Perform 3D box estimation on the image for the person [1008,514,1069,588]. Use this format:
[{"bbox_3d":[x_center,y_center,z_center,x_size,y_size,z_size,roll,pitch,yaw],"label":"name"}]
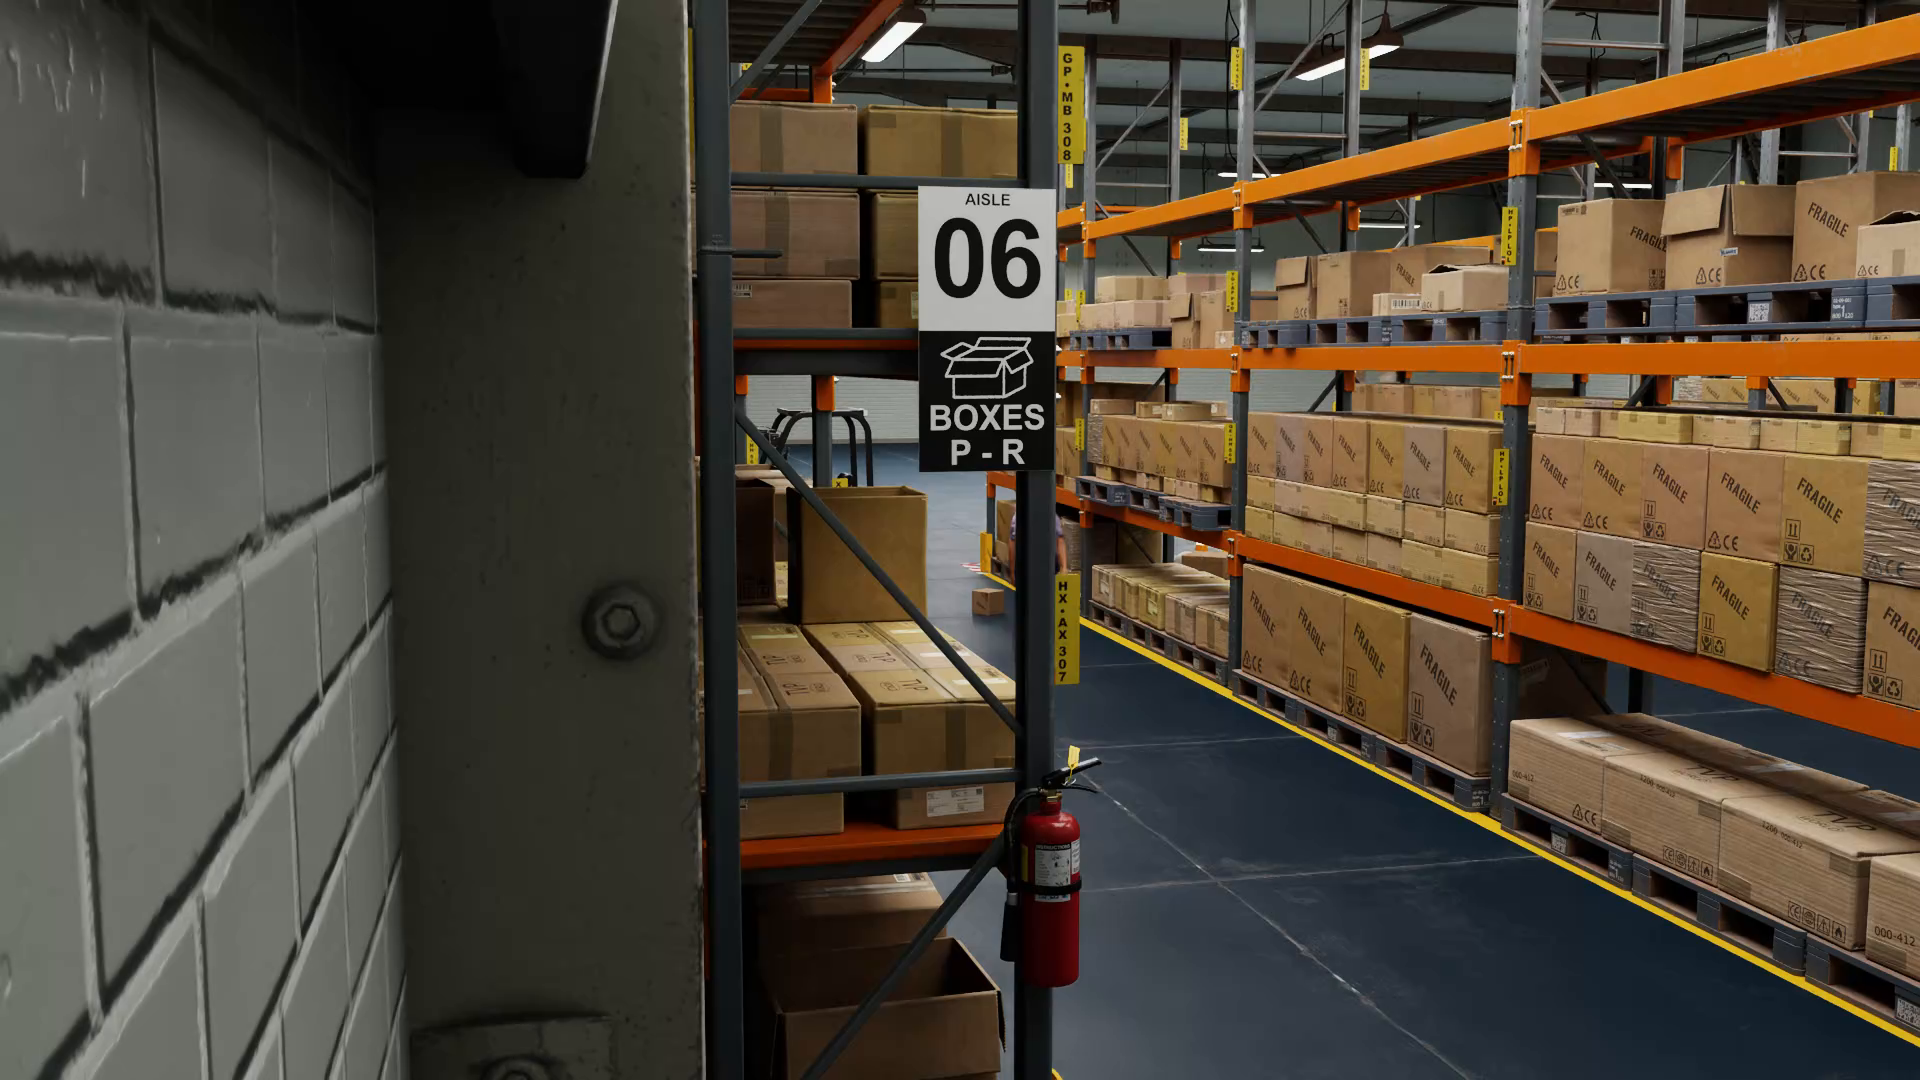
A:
[{"bbox_3d":[0.725,0.284,14.800,0.491,1.587,1.004,-2,7,-18],"label":"person"}]
